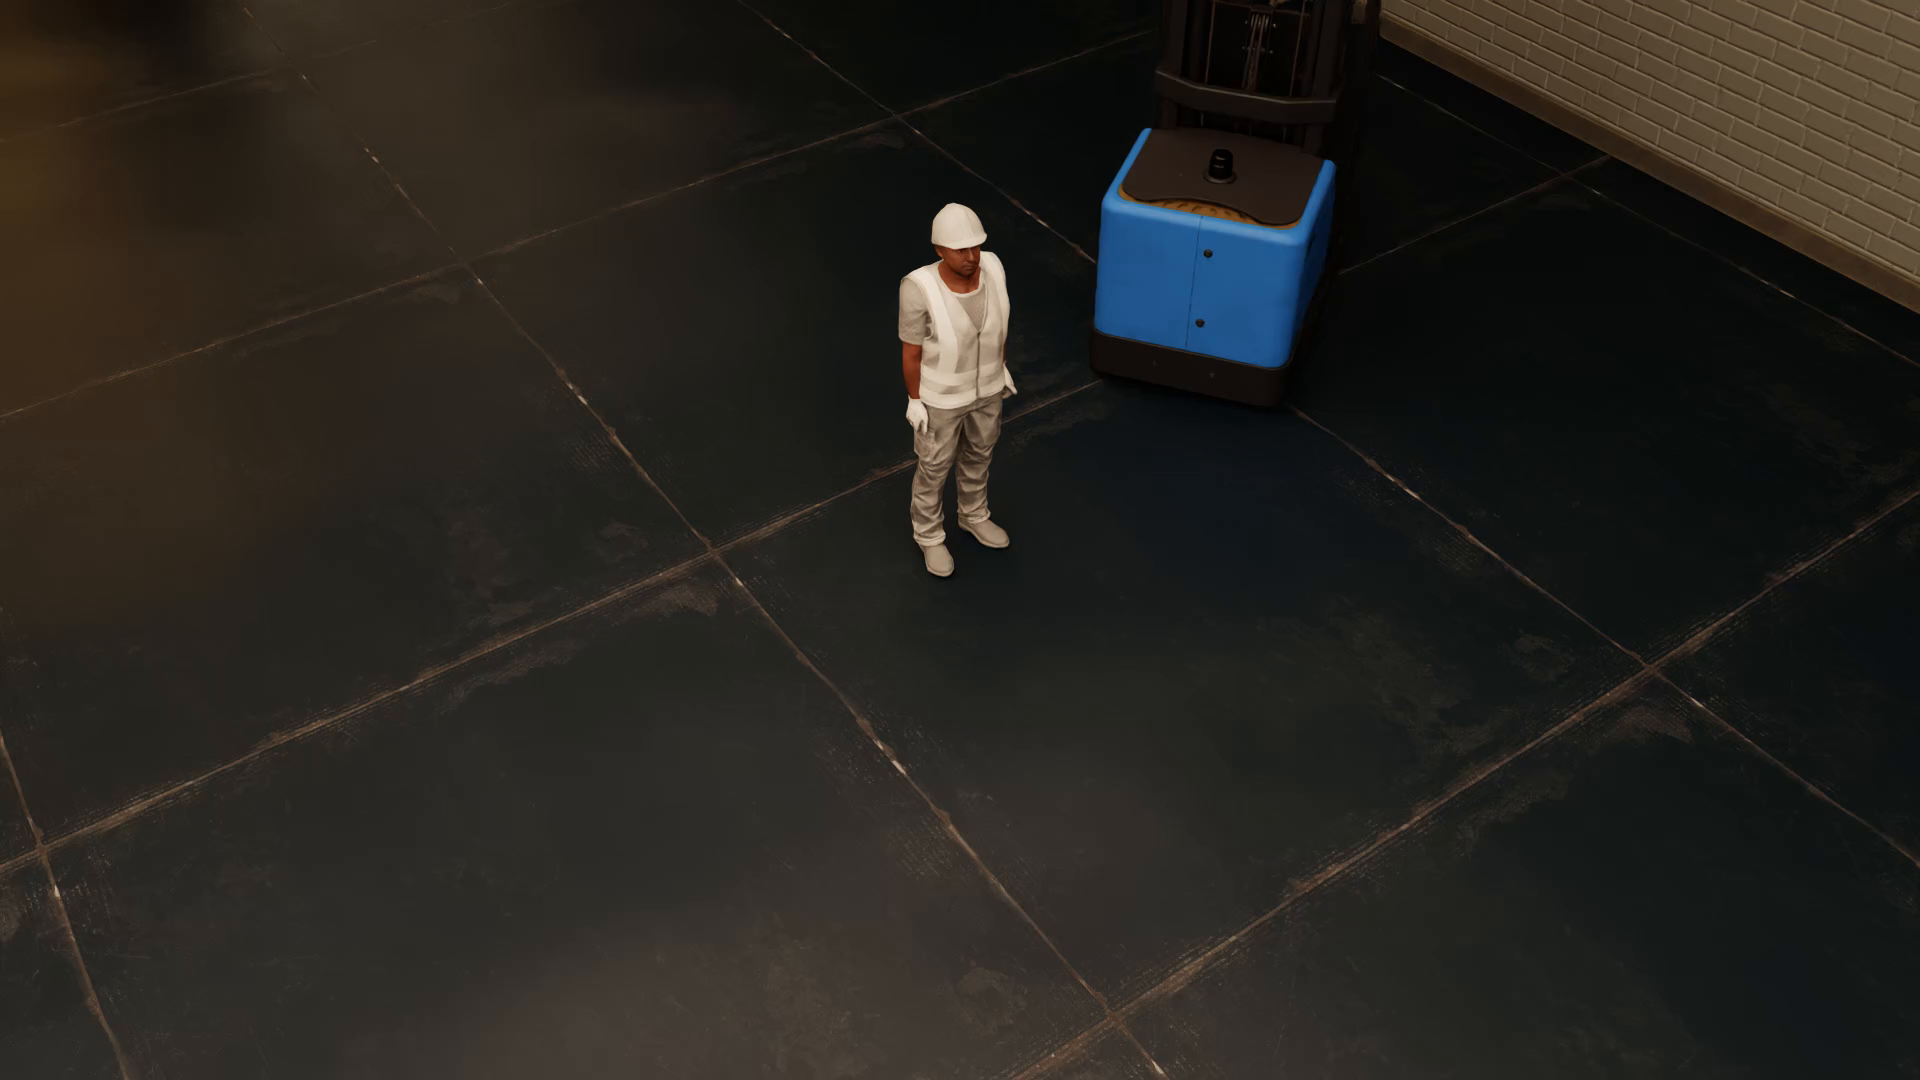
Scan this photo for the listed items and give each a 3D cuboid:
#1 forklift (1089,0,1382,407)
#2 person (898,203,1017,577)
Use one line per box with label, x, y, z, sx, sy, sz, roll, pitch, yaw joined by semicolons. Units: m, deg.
forklift;1.665;-2.769;8.721;1.130;2.935;3.031;14;44;15
person;0.012;-0.658;7.275;0.542;1.789;0.382;-25;48;-25
